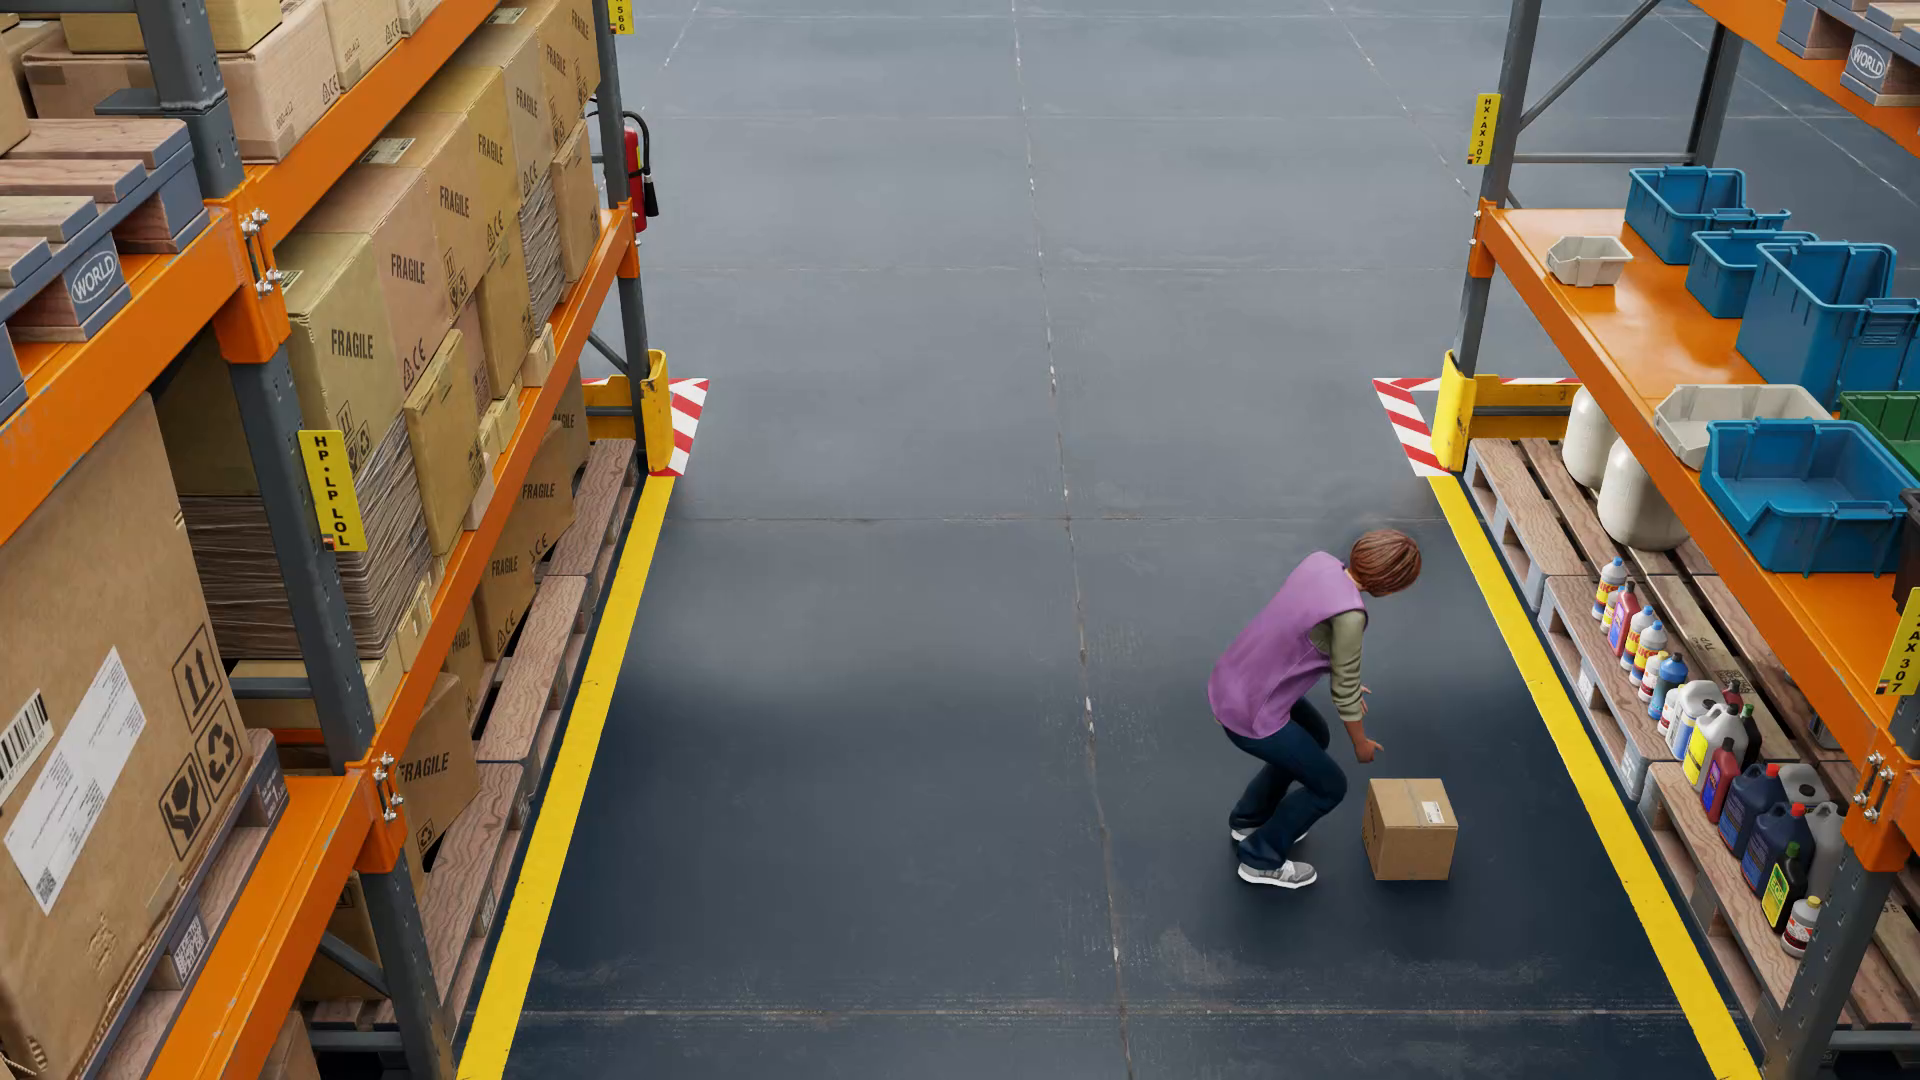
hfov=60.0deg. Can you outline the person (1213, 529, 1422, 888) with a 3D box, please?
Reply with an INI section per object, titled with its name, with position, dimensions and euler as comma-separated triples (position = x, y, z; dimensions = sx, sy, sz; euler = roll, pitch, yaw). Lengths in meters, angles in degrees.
[person]
position = 1.144, 0.549, 5.548
dimensions = 0.626, 1.305, 0.462
euler = 0, 32, 0
